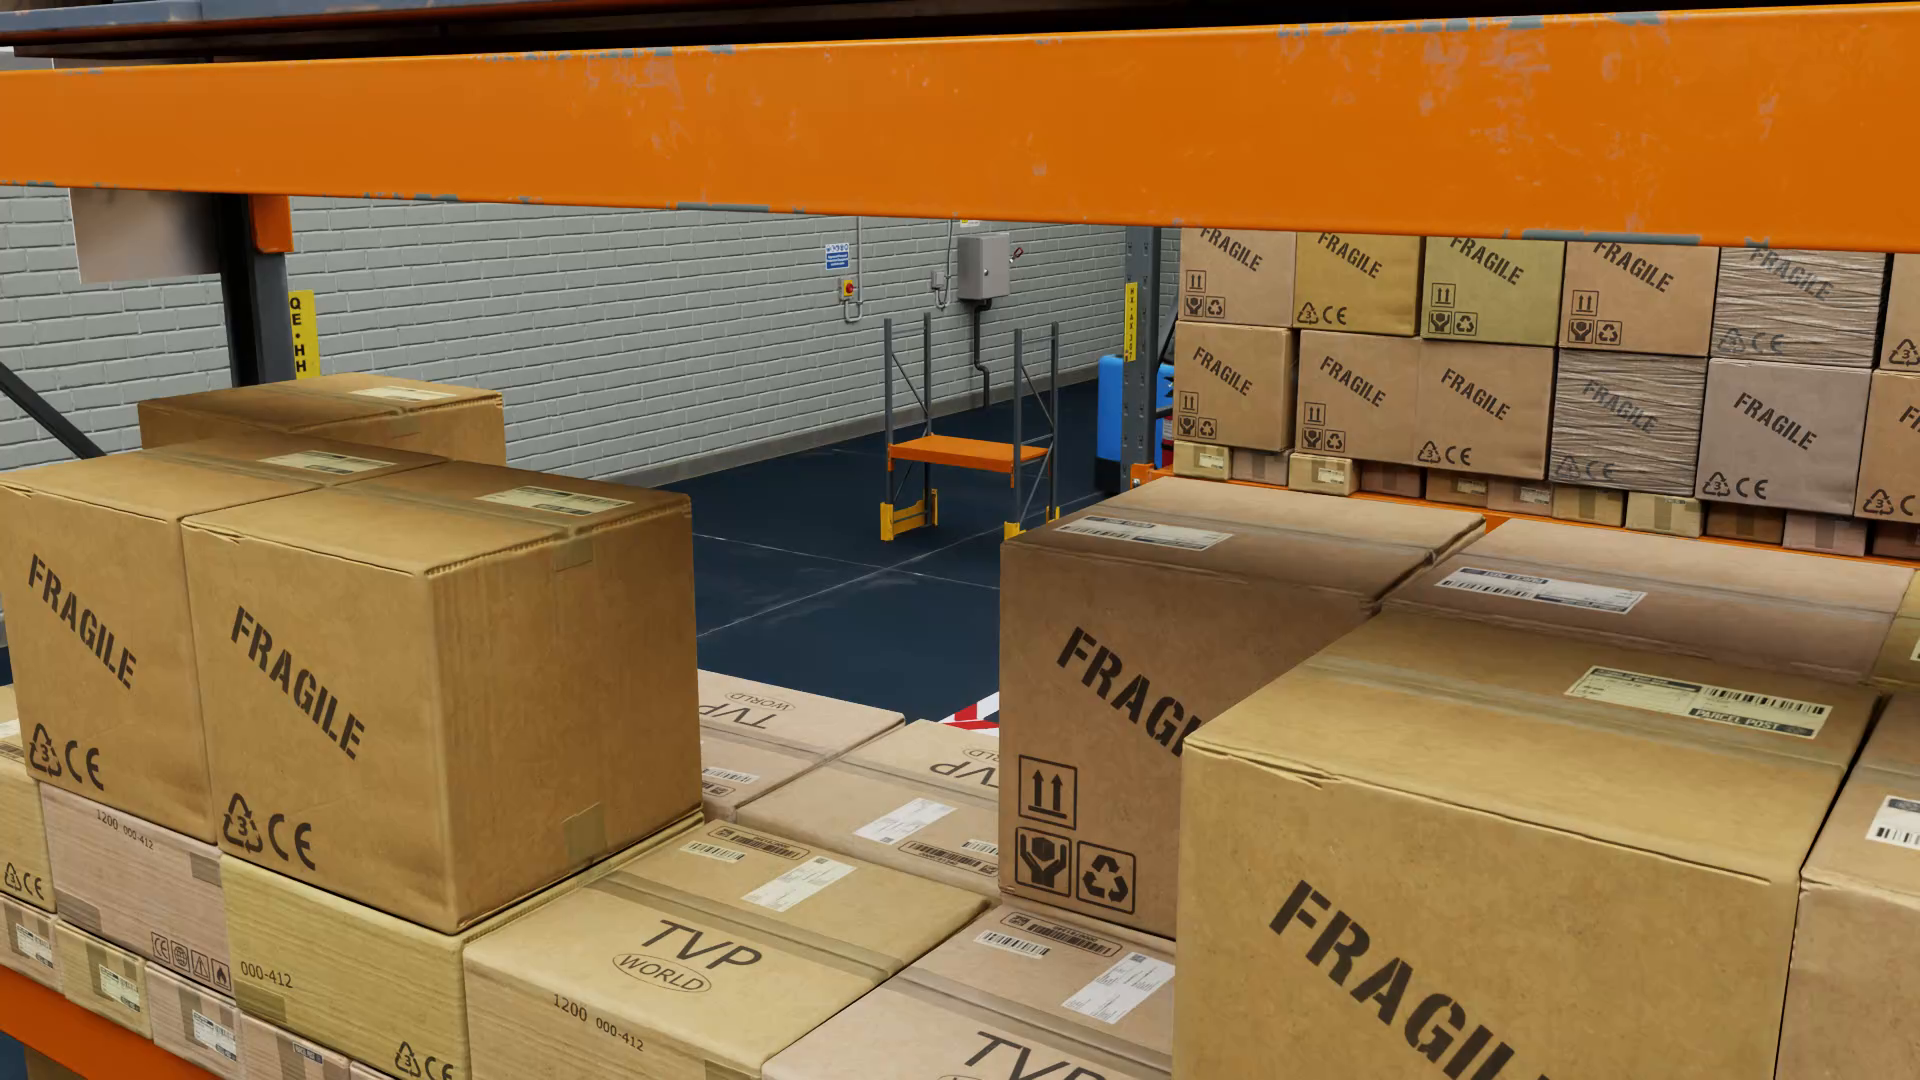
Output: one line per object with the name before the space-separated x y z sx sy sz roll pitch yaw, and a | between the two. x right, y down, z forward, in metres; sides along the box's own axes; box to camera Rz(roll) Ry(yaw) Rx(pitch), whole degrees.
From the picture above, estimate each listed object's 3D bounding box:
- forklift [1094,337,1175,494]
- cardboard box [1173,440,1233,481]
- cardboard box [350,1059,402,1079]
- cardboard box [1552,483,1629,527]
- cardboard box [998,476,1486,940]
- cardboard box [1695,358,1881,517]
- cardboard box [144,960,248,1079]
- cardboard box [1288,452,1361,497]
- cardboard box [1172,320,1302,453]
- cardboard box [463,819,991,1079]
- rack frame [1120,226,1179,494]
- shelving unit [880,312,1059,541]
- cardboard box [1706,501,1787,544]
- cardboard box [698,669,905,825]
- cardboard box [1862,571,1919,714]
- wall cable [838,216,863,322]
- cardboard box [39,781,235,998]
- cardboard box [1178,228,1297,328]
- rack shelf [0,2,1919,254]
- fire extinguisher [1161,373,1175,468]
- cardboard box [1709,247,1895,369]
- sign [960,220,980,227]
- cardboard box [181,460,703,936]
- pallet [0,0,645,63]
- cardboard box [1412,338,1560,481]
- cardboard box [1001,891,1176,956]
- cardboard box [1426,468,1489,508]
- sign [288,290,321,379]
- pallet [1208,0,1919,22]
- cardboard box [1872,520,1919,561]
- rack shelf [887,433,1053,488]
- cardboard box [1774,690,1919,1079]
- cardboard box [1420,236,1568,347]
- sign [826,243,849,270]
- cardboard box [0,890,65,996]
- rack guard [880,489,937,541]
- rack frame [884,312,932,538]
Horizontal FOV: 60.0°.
forklift | 2.497 -1.883 12.830 3.031 2.935 1.130 -11 17 -36
cardboard box | 1.105 -0.369 7.096 0.250 0.149 0.380 9 17 32
cardboard box | -0.654 0.783 2.442 0.250 0.149 0.380 9 16 32
cardboard box | 2.428 -0.170 6.292 0.250 0.149 0.380 10 17 35
cardboard box | 0.393 0.224 2.307 0.500 0.500 0.500 9 16 31
cardboard box | 2.937 -0.402 5.878 0.500 0.500 0.500 9 17 33
cardboard box | -1.079 0.714 2.720 0.250 0.149 0.380 9 16 32
cardboard box | 1.533 -0.297 6.802 0.250 0.149 0.380 9 16 31
cardboard box | 1.238 -0.678 6.992 0.500 0.500 0.500 10 17 35
cardboard box | -0.299 0.627 2.240 0.500 0.250 0.500 9 16 32
rack frame | 1.019 -0.600 7.505 0.127 3.000 1.000 9 17 33
shelving unit | 0.063 -0.718 11.102 1.083 1.500 0.587 9 17 33
cardboard box | 2.884 -0.109 6.043 0.250 0.149 0.380 9 16 32
cardboard box | -0.439 0.452 2.948 0.500 0.250 0.500 9 16 31
cardboard box | 1.232 0.361 1.755 0.500 0.500 0.500 9 17 33
wall cable | -0.994 -2.861 14.457 0.123 1.953 0.585 9 17 33
cardboard box | -1.150 0.490 2.793 0.500 0.250 0.500 9 16 32
cardboard box | 1.244 -1.165 6.880 0.500 0.500 0.500 9 17 32
rack shelf | -0.173 -0.463 2.207 4.000 0.370 1.077 9 17 33
fire extinguisher | 1.068 -0.507 8.067 0.183 0.674 0.296 9 17 33
cardboard box | 2.949 -0.891 5.772 0.500 0.500 0.500 10 17 34
sign | 0.097 -3.169 16.164 0.001 0.242 0.339 9 17 33
cardboard box | -0.737 0.193 2.433 0.500 0.500 0.500 9 16 31
pallet | -1.211 -0.940 2.822 1.213 0.211 1.003 9 17 33
cardboard box | 2.096 -0.543 6.447 0.500 0.500 0.500 9 17 34
cardboard box | 0.400 0.589 2.395 0.500 0.250 0.500 10 17 34
cardboard box | 2.036 -0.248 6.606 0.250 0.149 0.380 9 17 32
sign | -1.518 -0.408 3.827 0.005 0.325 0.100 9 17 33
pallet | 0.814 -0.613 1.500 1.213 0.211 1.003 9 17 33
cardboard box | 3.332 -0.042 5.774 0.250 0.149 0.380 9 16 31
rack shelf | 0.071 -0.542 11.140 1.000 0.185 0.538 9 17 33
cardboard box | 0.956 0.468 1.324 0.500 0.500 0.500 10 17 34
cardboard box | 2.085 -1.025 6.312 0.500 0.500 0.500 9 16 32
sign | -1.071 -2.482 14.545 0.001 0.218 0.327 9 17 33
cardboard box | -1.508 0.645 2.999 0.250 0.149 0.380 9 16 32
rack guard | -0.350 -0.178 11.522 0.087 0.250 0.587 9 17 33
rack frame | -0.351 -0.785 11.372 0.032 1.500 0.500 9 17 33
